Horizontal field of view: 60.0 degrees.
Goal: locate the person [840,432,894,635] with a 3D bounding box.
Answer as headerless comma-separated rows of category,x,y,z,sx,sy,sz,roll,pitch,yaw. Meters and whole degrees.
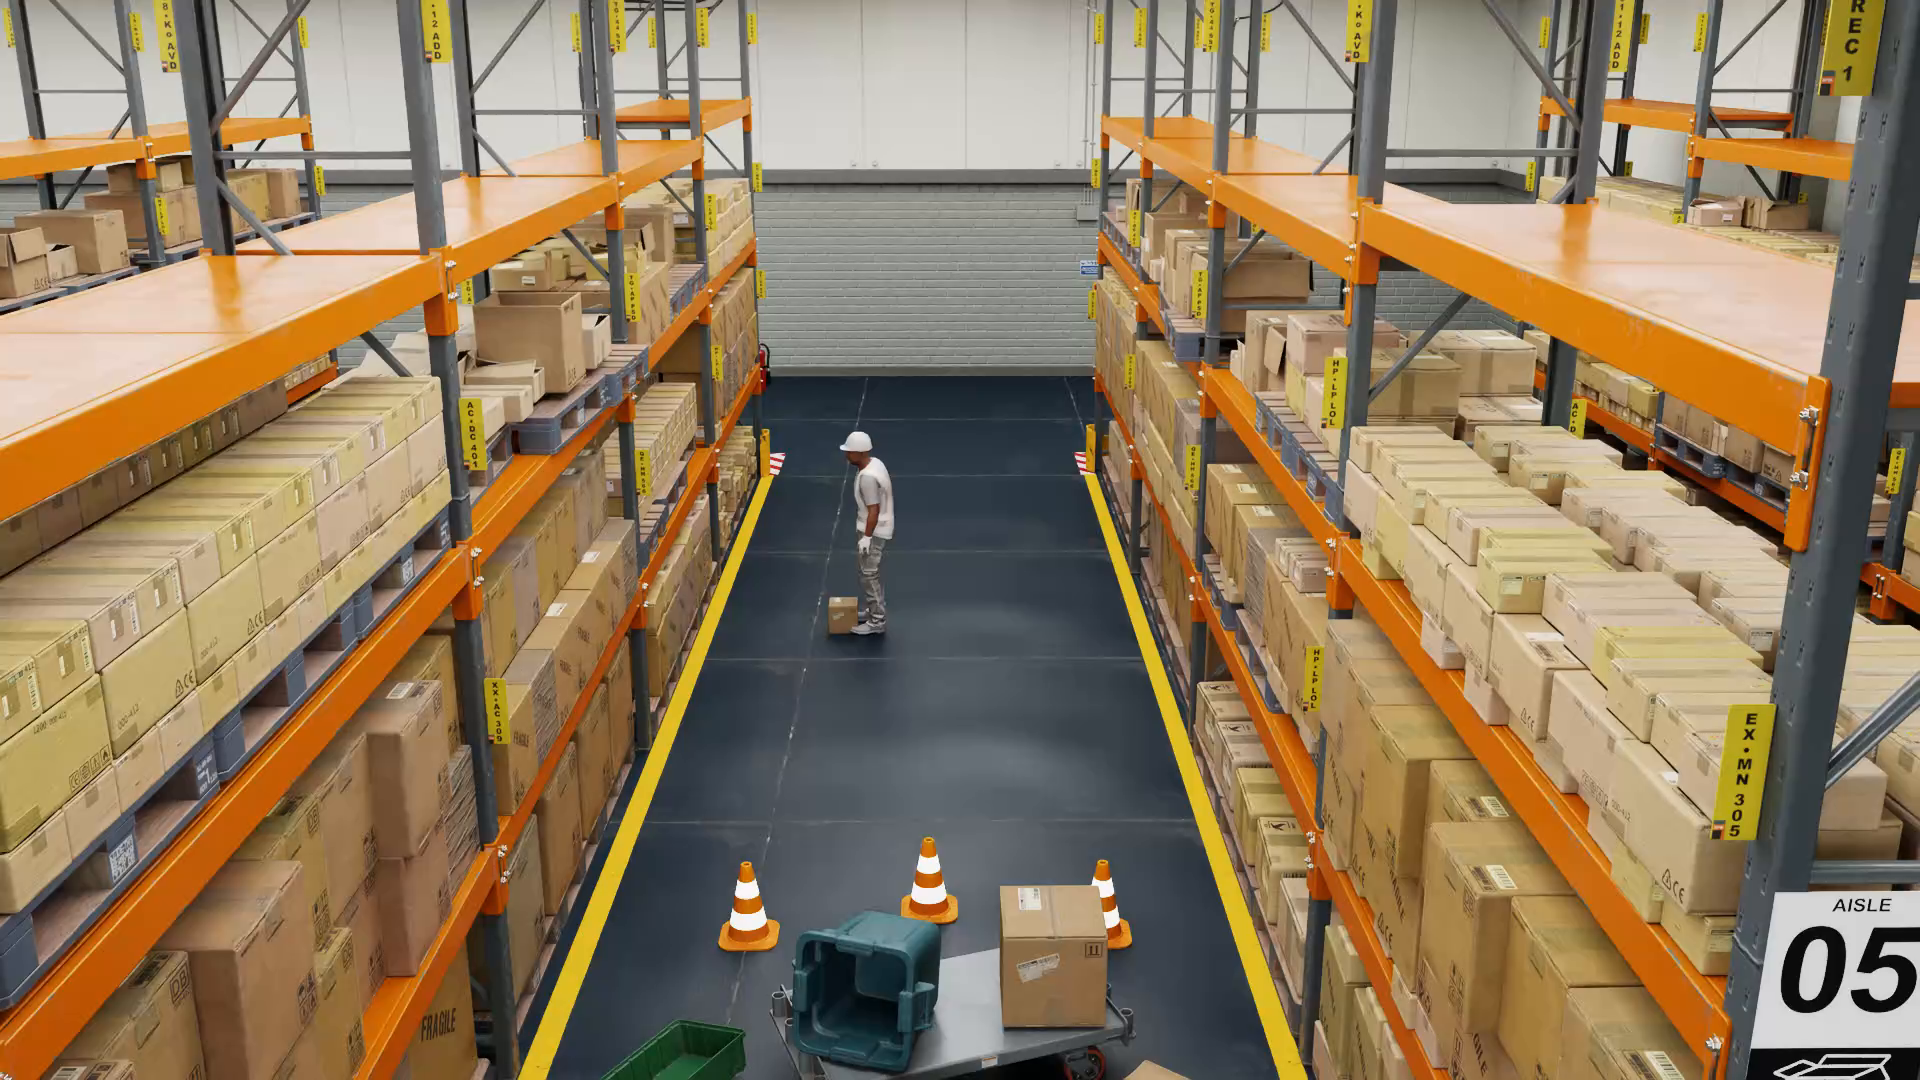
person,-0.793,-0.073,14.357,0.453,1.774,0.622,0,17,-1
